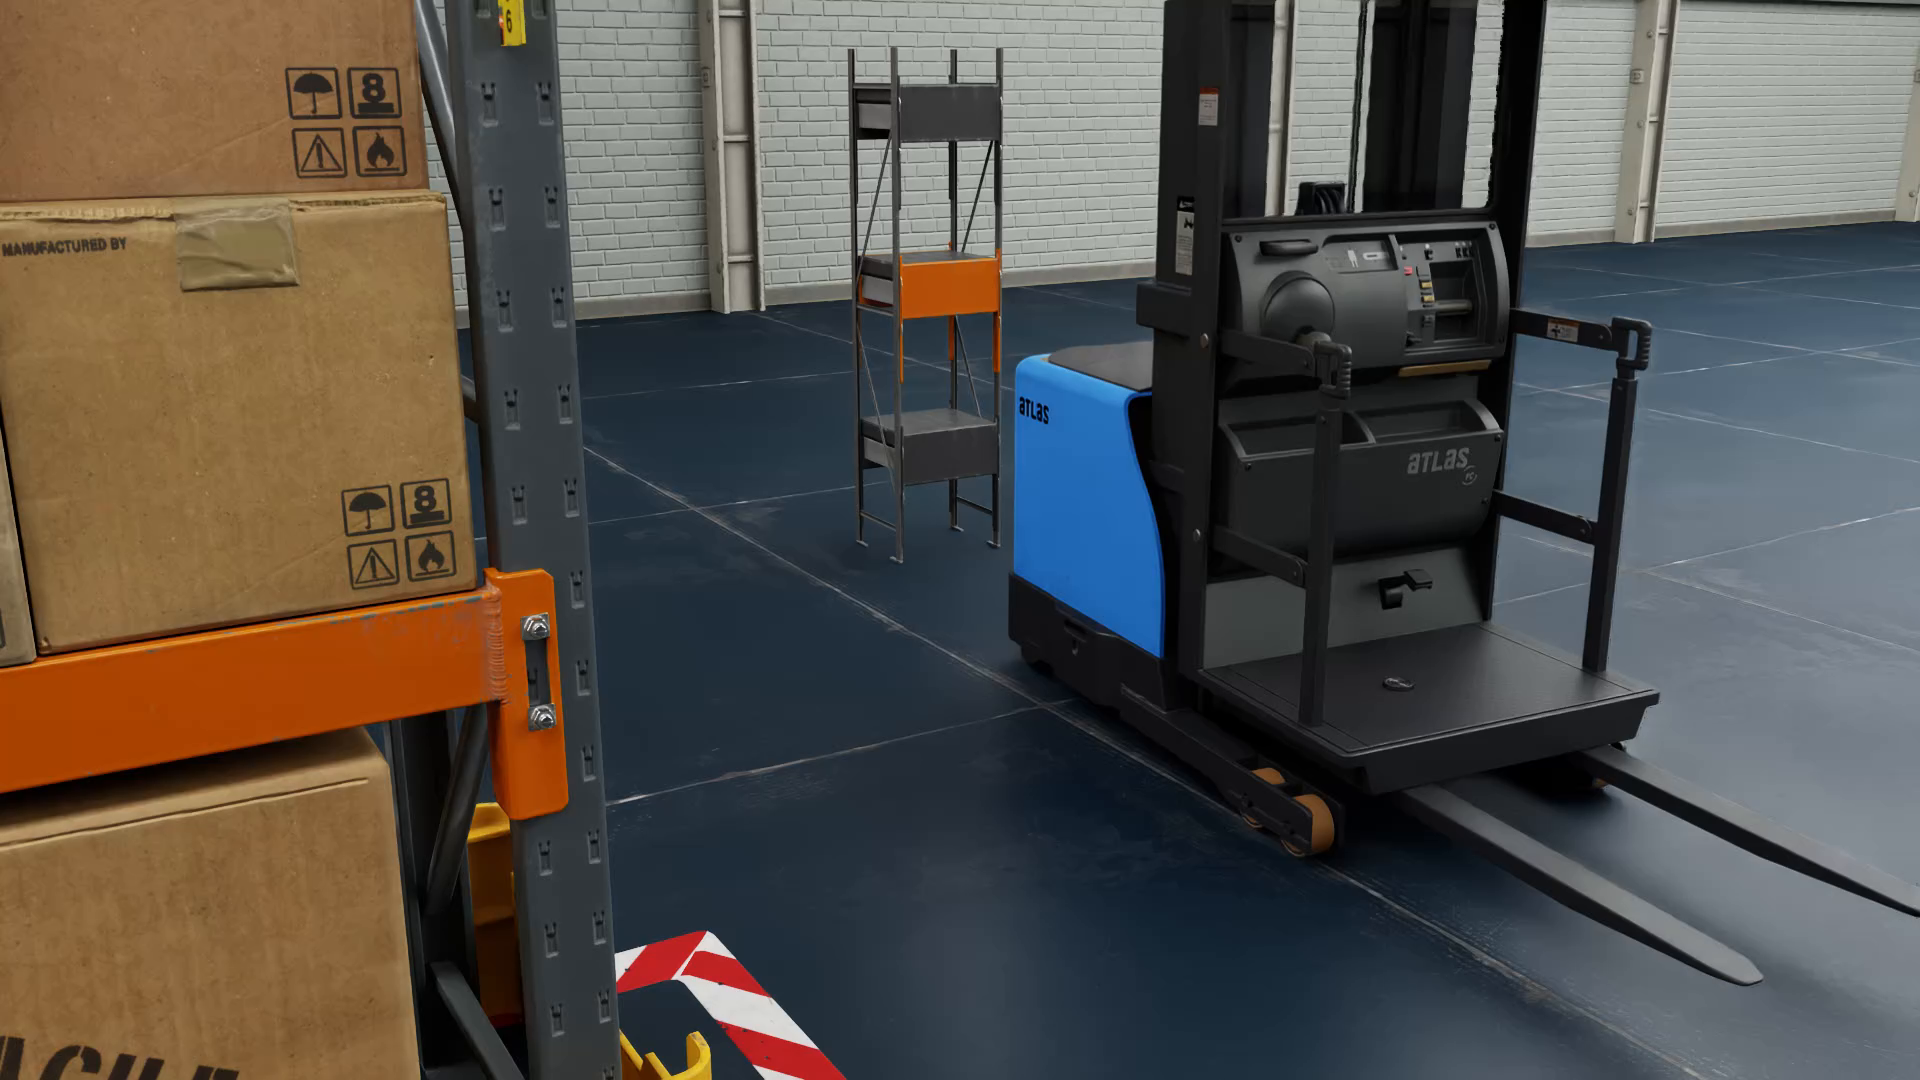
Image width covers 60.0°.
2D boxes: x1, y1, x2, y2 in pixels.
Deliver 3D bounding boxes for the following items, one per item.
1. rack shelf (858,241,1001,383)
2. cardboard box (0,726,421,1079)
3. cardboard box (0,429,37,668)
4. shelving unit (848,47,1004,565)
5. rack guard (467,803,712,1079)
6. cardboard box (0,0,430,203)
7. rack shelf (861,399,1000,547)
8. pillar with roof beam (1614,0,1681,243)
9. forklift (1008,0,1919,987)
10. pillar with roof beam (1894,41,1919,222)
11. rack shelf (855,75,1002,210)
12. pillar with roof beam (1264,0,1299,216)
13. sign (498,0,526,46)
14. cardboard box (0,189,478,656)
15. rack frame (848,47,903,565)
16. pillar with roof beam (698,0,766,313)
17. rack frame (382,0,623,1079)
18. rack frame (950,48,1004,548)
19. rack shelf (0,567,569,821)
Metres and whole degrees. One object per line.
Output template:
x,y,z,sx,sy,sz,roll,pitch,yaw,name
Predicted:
-0.142,-0.975,7.048,0.480,0.518,0.431,-9,18,-30,rack shelf
-1.388,0.685,2.568,0.875,0.875,0.875,-9,18,-29,cardboard box
-1.596,-0.174,2.196,0.550,0.550,0.875,-9,18,-30,cardboard box
-0.142,-0.988,7.044,0.503,2.100,0.431,-9,18,-30,shelving unit
-0.820,0.955,3.078,0.348,0.500,1.175,-9,18,-30,rack guard
-1.179,-0.795,2.411,0.550,0.550,0.875,-9,18,-30,cardboard box
-0.142,-0.301,7.237,0.480,0.518,0.431,-9,18,-30,rack shelf
10.549,-7.031,15.821,0.400,9.000,9.100,-9,18,-30,pillar with roof beam
1.252,-0.704,4.490,1.130,2.935,3.031,-7,17,-24,forklift
15.693,-7.865,18.796,0.400,9.000,9.100,-9,18,-30,pillar with roof beam
-0.142,-1.649,6.859,0.480,0.518,0.431,-9,18,-30,rack shelf
5.406,-6.197,12.846,0.400,9.000,9.100,-9,18,-30,pillar with roof beam
-0.573,-0.790,2.086,0.005,0.325,0.100,-9,18,-30,sign
-1.135,-0.256,2.487,0.550,0.550,0.875,-9,18,-30,cardboard box
-0.351,-0.954,6.923,0.015,2.100,0.400,-9,18,-30,rack frame
0.263,-5.363,9.870,0.400,9.000,9.100,-9,18,-30,pillar with roof beam
-0.841,-0.246,2.729,0.127,3.000,1.000,-9,18,-30,rack frame
0.067,-1.022,7.165,0.015,2.100,0.400,-9,18,-30,rack frame
-2.555,0.379,1.834,4.000,0.370,1.077,-9,18,-30,rack shelf
